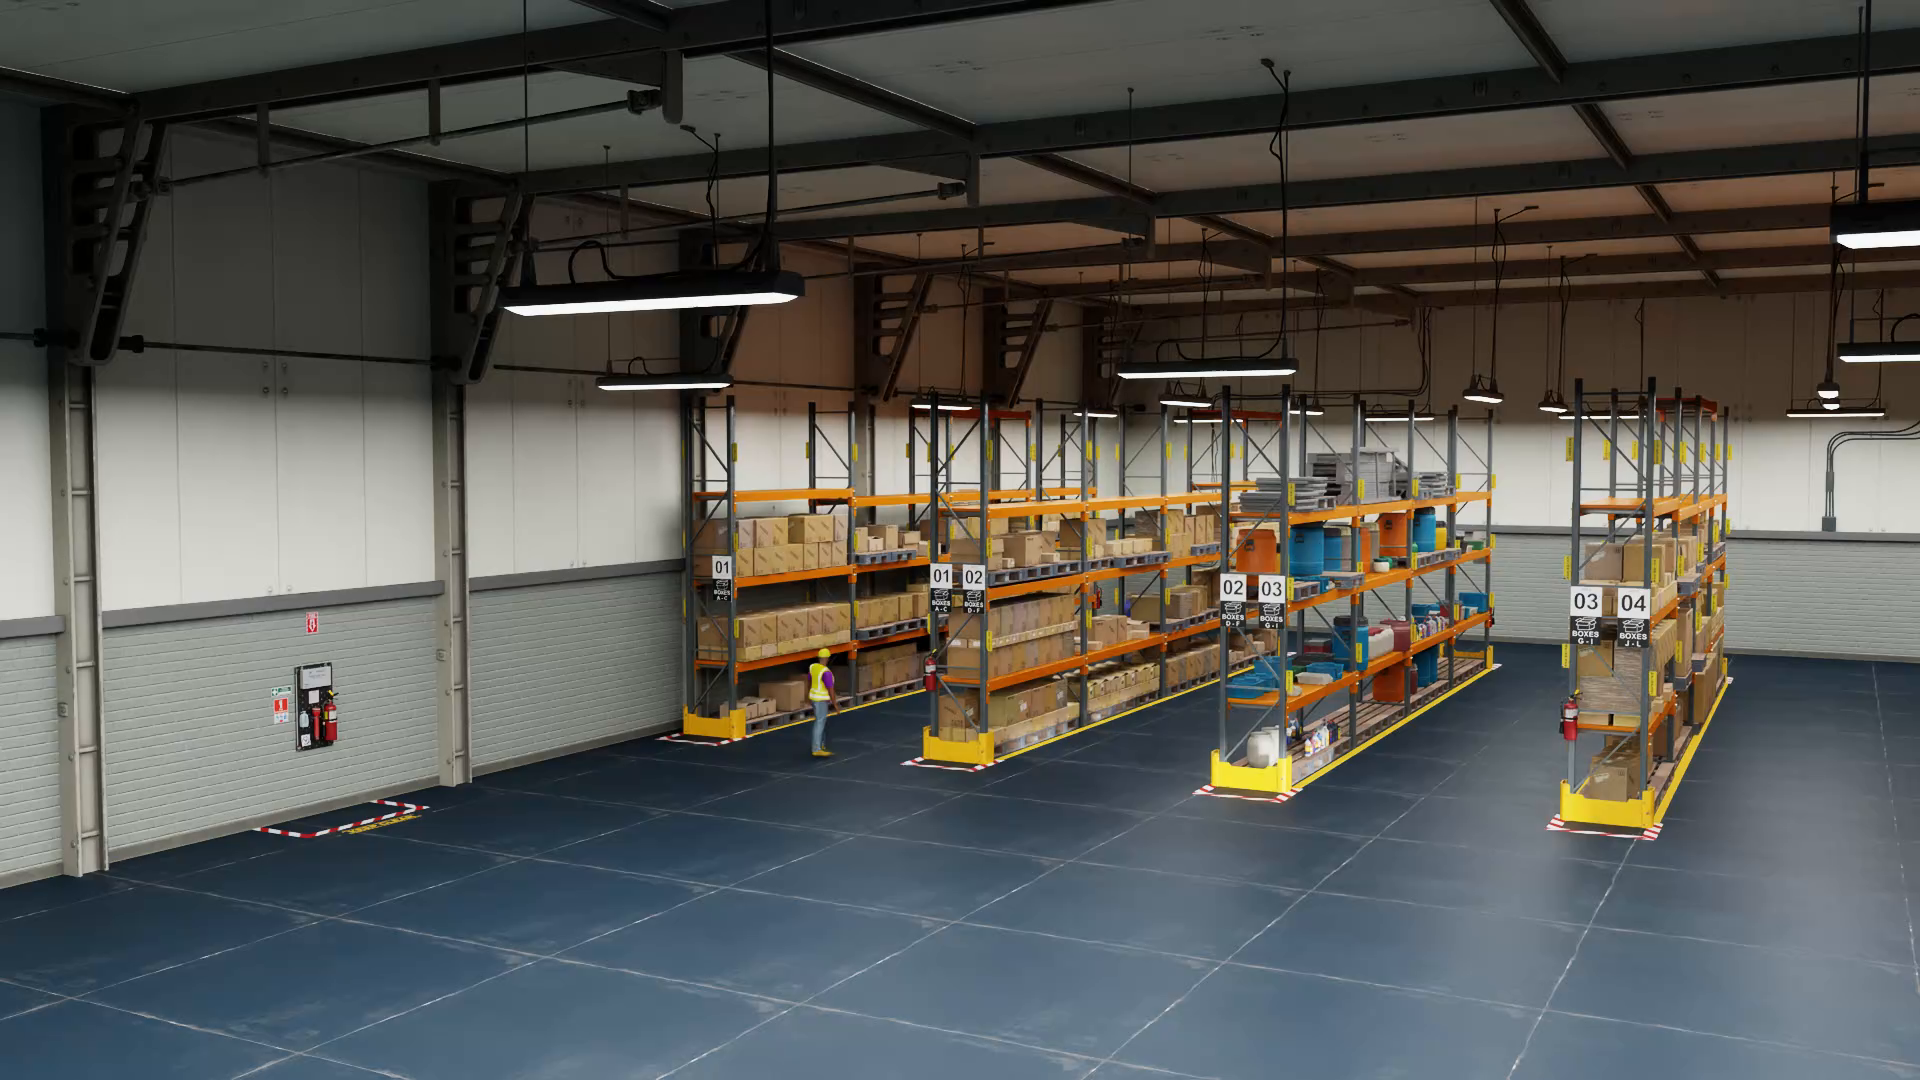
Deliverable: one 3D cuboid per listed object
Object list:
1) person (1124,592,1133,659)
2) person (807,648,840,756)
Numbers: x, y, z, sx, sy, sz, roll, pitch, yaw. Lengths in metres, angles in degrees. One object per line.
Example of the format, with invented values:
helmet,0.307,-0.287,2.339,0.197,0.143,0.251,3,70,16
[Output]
person,4.080,2.056,40.374,0.483,1.618,0.665,1,3,26
person,-2.292,2.686,27.558,0.494,1.804,0.687,-1,3,-25
